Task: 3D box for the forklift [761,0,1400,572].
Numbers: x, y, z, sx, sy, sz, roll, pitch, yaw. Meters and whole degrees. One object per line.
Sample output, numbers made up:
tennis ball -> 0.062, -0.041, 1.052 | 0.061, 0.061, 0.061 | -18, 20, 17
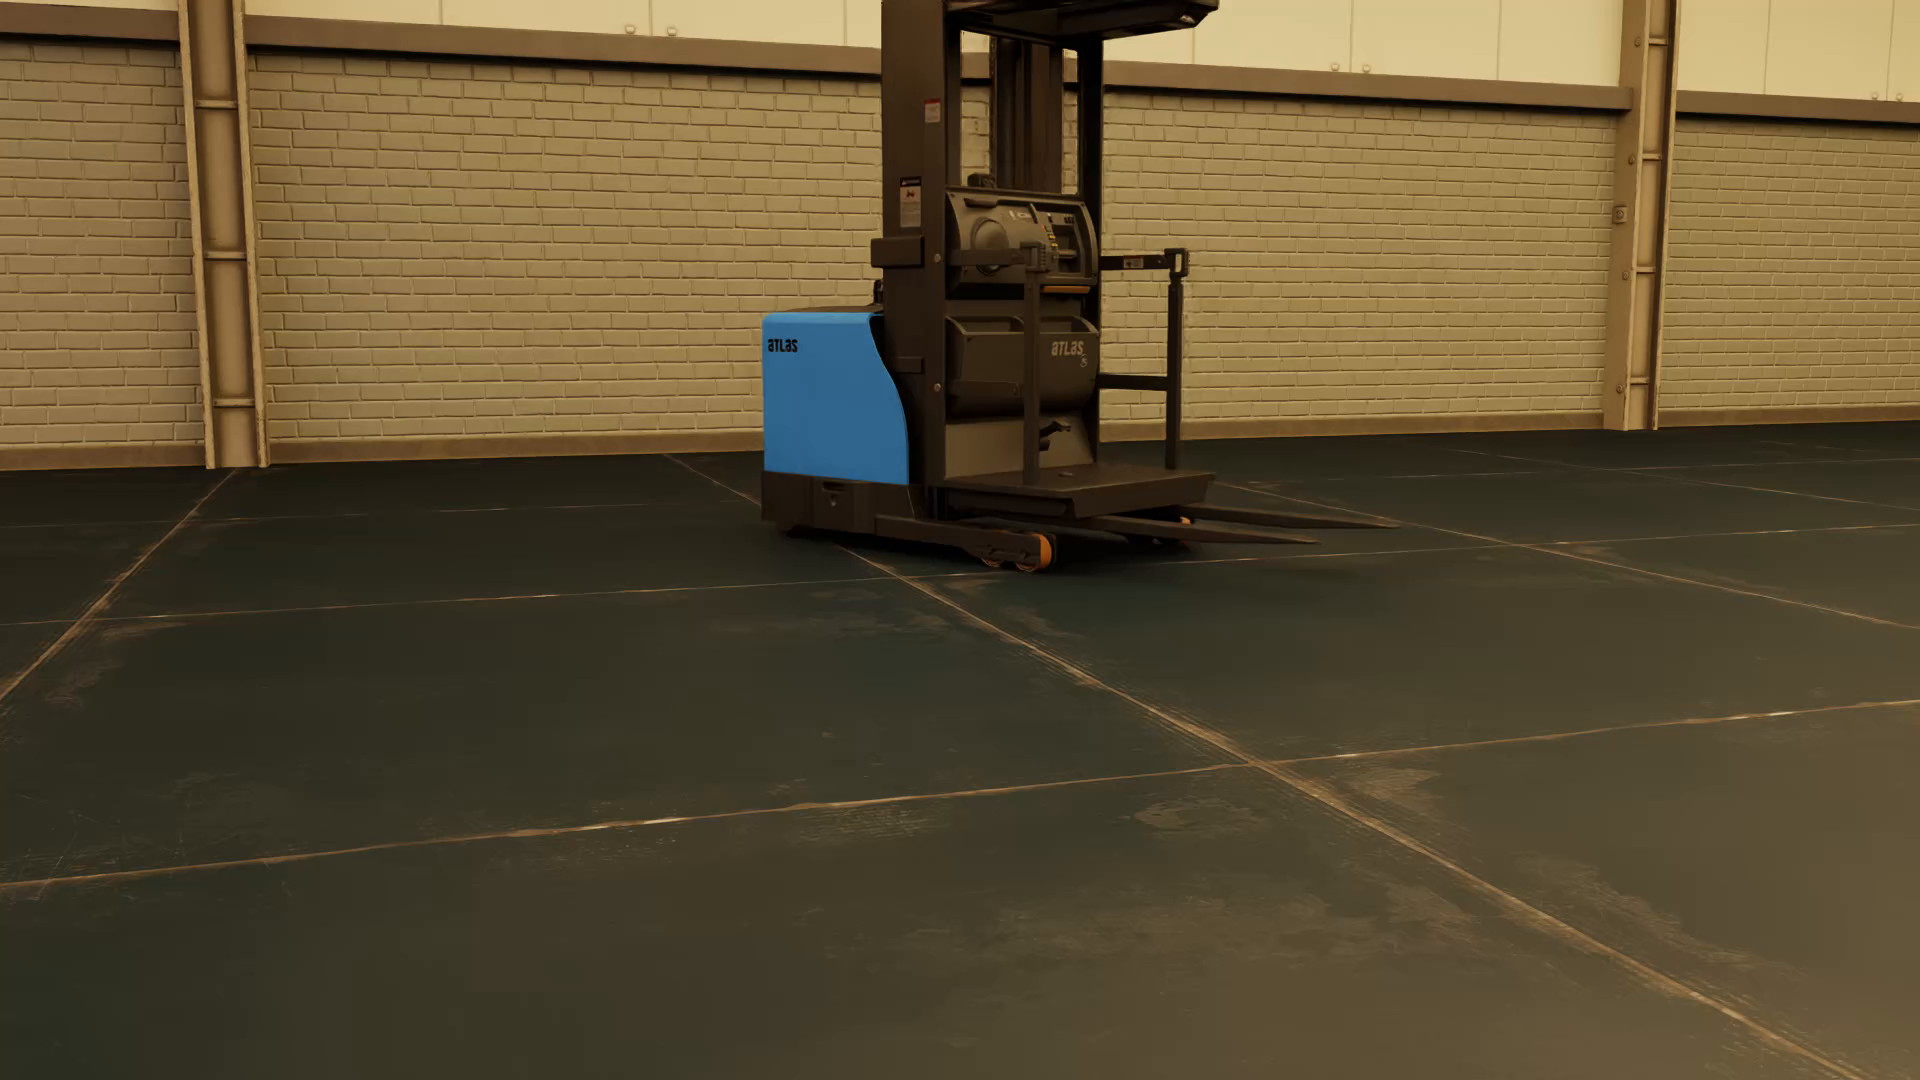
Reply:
forklift -> 0.443, -1.396, 7.310 | 3.031, 2.935, 1.130 | 7, 11, 43
